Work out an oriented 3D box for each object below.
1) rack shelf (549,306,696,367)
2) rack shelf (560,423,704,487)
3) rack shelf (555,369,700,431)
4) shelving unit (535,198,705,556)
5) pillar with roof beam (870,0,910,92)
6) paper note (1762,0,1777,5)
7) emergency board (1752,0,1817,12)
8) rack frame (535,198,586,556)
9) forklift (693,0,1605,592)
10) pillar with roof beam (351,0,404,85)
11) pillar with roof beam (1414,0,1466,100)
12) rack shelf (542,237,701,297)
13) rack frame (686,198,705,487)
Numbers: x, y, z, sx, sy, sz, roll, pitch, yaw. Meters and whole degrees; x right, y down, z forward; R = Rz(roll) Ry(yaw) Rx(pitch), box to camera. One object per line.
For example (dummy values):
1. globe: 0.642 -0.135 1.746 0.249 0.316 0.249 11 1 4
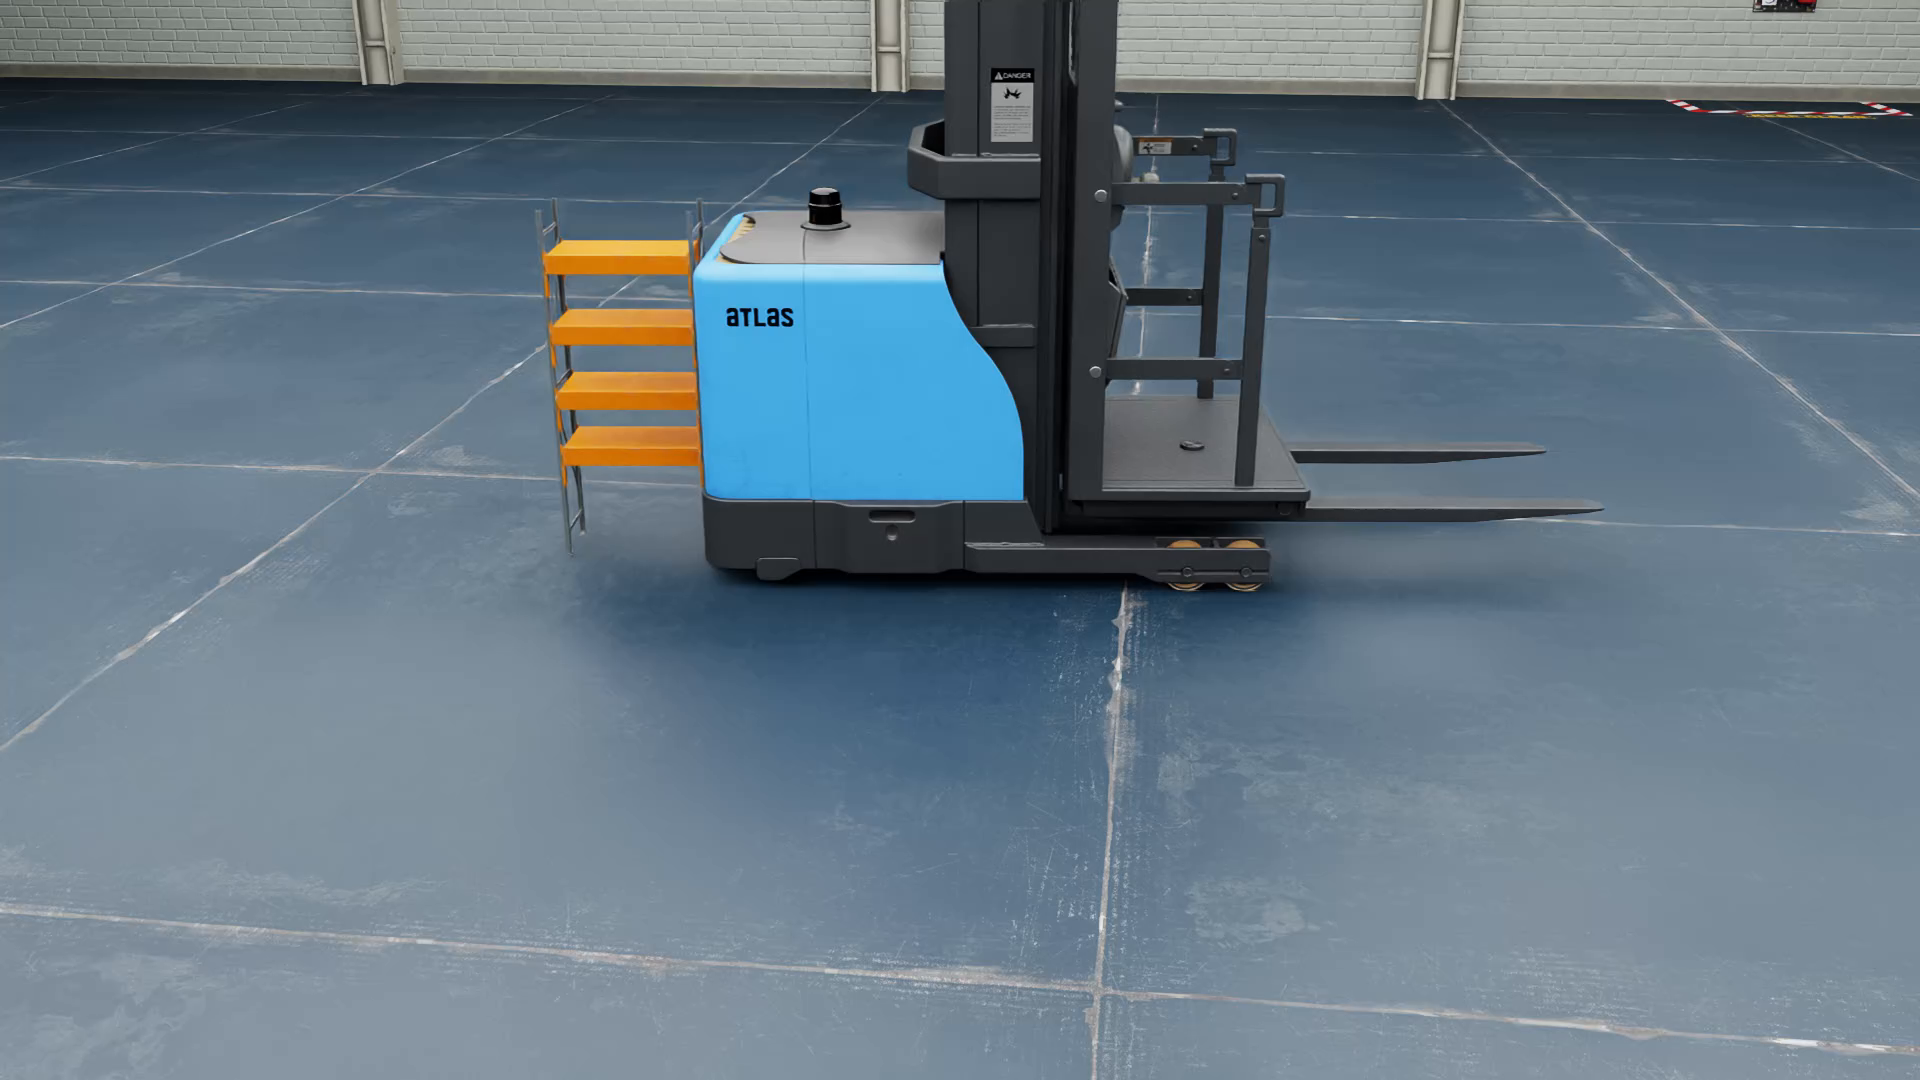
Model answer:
1. rack shelf: -1.117 -0.690 5.628 0.480 0.148 0.258 0 22 0
2. rack shelf: -1.117 -0.297 5.783 0.480 0.148 0.258 0 22 0
3. rack shelf: -1.117 -0.482 5.710 0.480 0.148 0.258 0 22 0
4. shelving unit: -1.117 -0.545 5.685 0.503 1.200 0.258 0 22 0
5. pillar with roof beam: -1.288 -7.697 13.169 0.400 9.000 9.100 2 22 6
6. paper note: 8.518 -5.704 17.485 0.142 0.148 0.016 2 22 6
7. emergency board: 8.685 -6.080 17.240 0.643 1.169 0.194 2 22 6
8. rack frame: -1.361 -0.545 5.687 0.015 1.200 0.240 0 22 0
9. forklift: 0.663 -1.389 5.467 3.031 2.935 1.130 0 22 0
10. pillar with roof beam: -7.247 -7.956 13.825 0.400 9.000 9.100 2 22 6
11. pillar with roof beam: 4.670 -7.437 12.512 0.400 9.000 9.100 2 22 6
12. rack shelf: -1.117 -0.910 5.541 0.480 0.148 0.258 0 22 0
13. rack frame: -0.873 -0.544 5.684 0.015 1.200 0.240 0 22 0
